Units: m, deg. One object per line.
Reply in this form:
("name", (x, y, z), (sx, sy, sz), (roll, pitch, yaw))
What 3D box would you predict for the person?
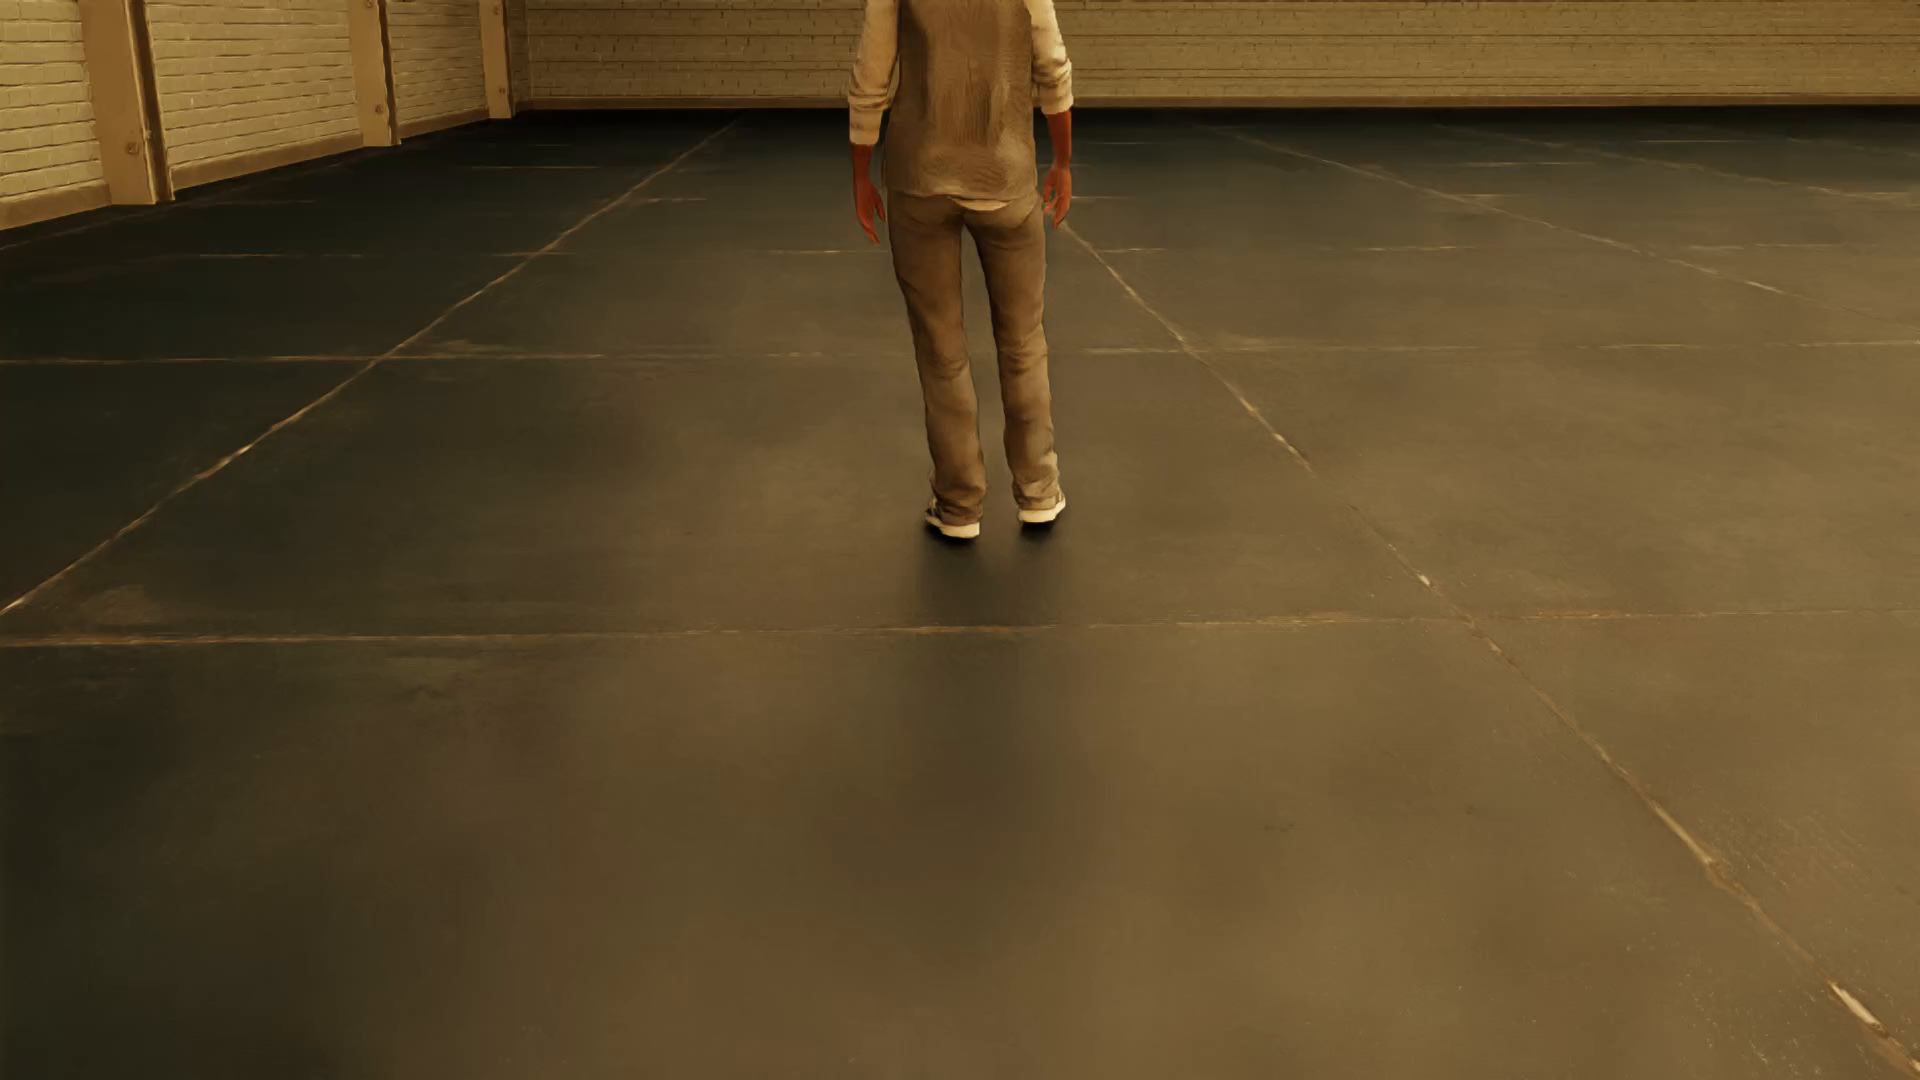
("person", (0.010, -0.792, 3.754), (0.521, 1.597, 0.474), (-1, 17, -3))
